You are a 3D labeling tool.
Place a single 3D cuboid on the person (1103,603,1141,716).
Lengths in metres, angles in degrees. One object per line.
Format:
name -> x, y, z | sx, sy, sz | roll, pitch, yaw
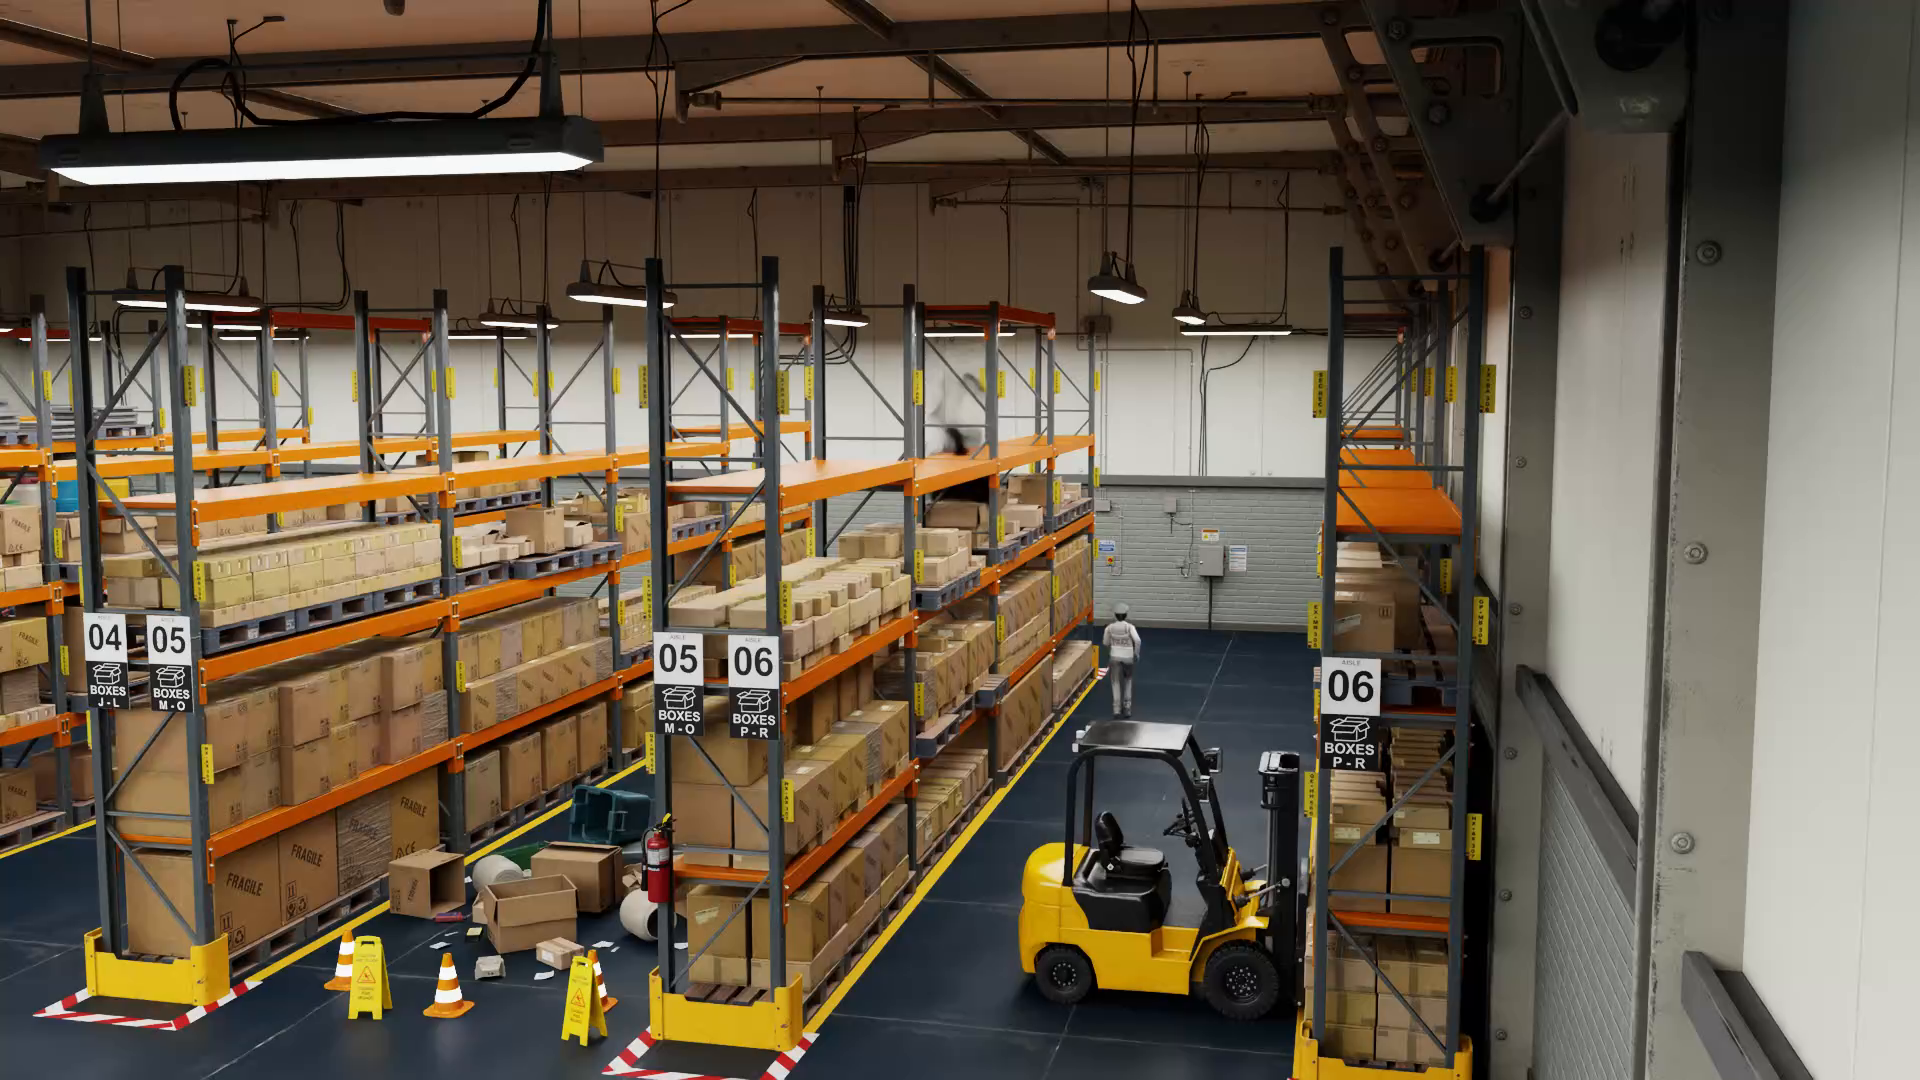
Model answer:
person -> 2.406, 1.817, 24.758 | 0.578, 1.753, 0.745 | 1, 6, 6
